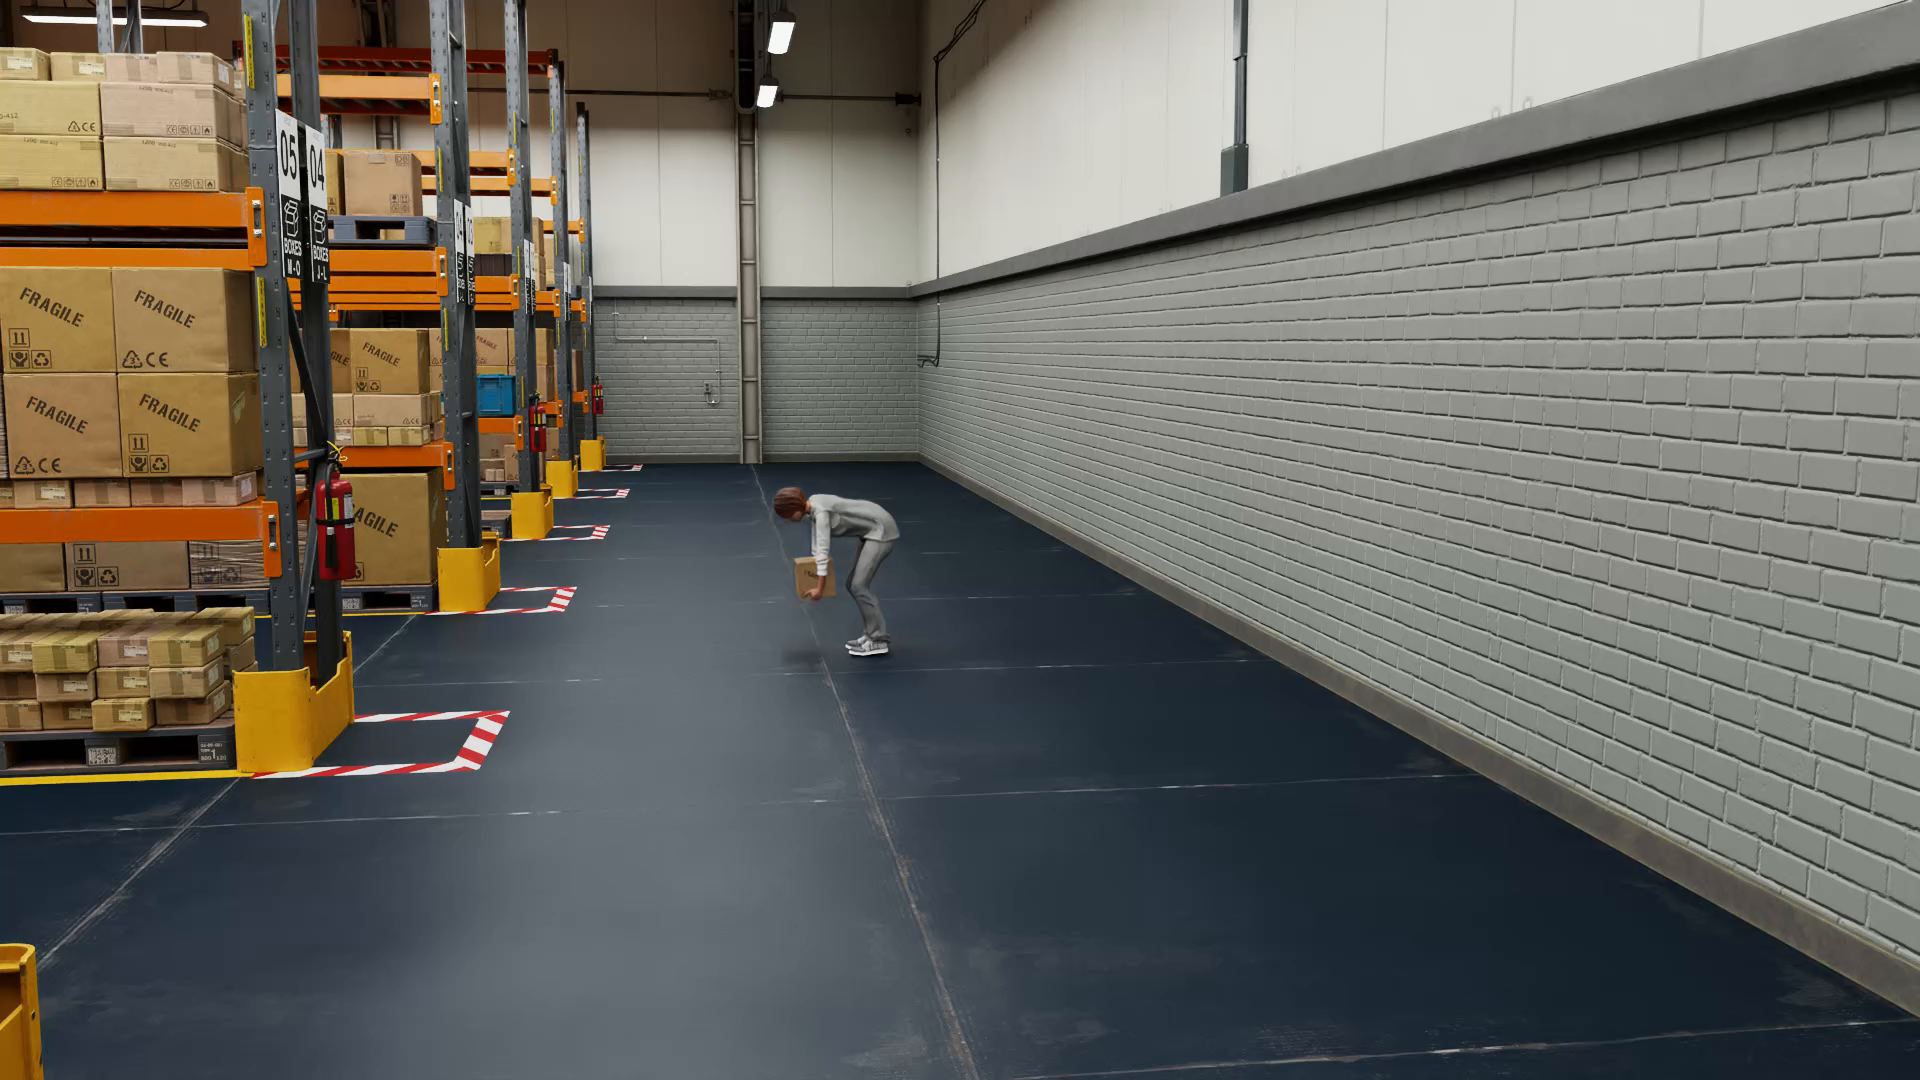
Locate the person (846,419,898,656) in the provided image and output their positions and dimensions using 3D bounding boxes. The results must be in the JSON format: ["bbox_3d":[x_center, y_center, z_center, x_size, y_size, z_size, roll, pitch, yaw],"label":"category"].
[{"bbox_3d":[-0.602,-0.023,11.235,0.346,1.591,0.475,-1,7,-12],"label":"person"}]
